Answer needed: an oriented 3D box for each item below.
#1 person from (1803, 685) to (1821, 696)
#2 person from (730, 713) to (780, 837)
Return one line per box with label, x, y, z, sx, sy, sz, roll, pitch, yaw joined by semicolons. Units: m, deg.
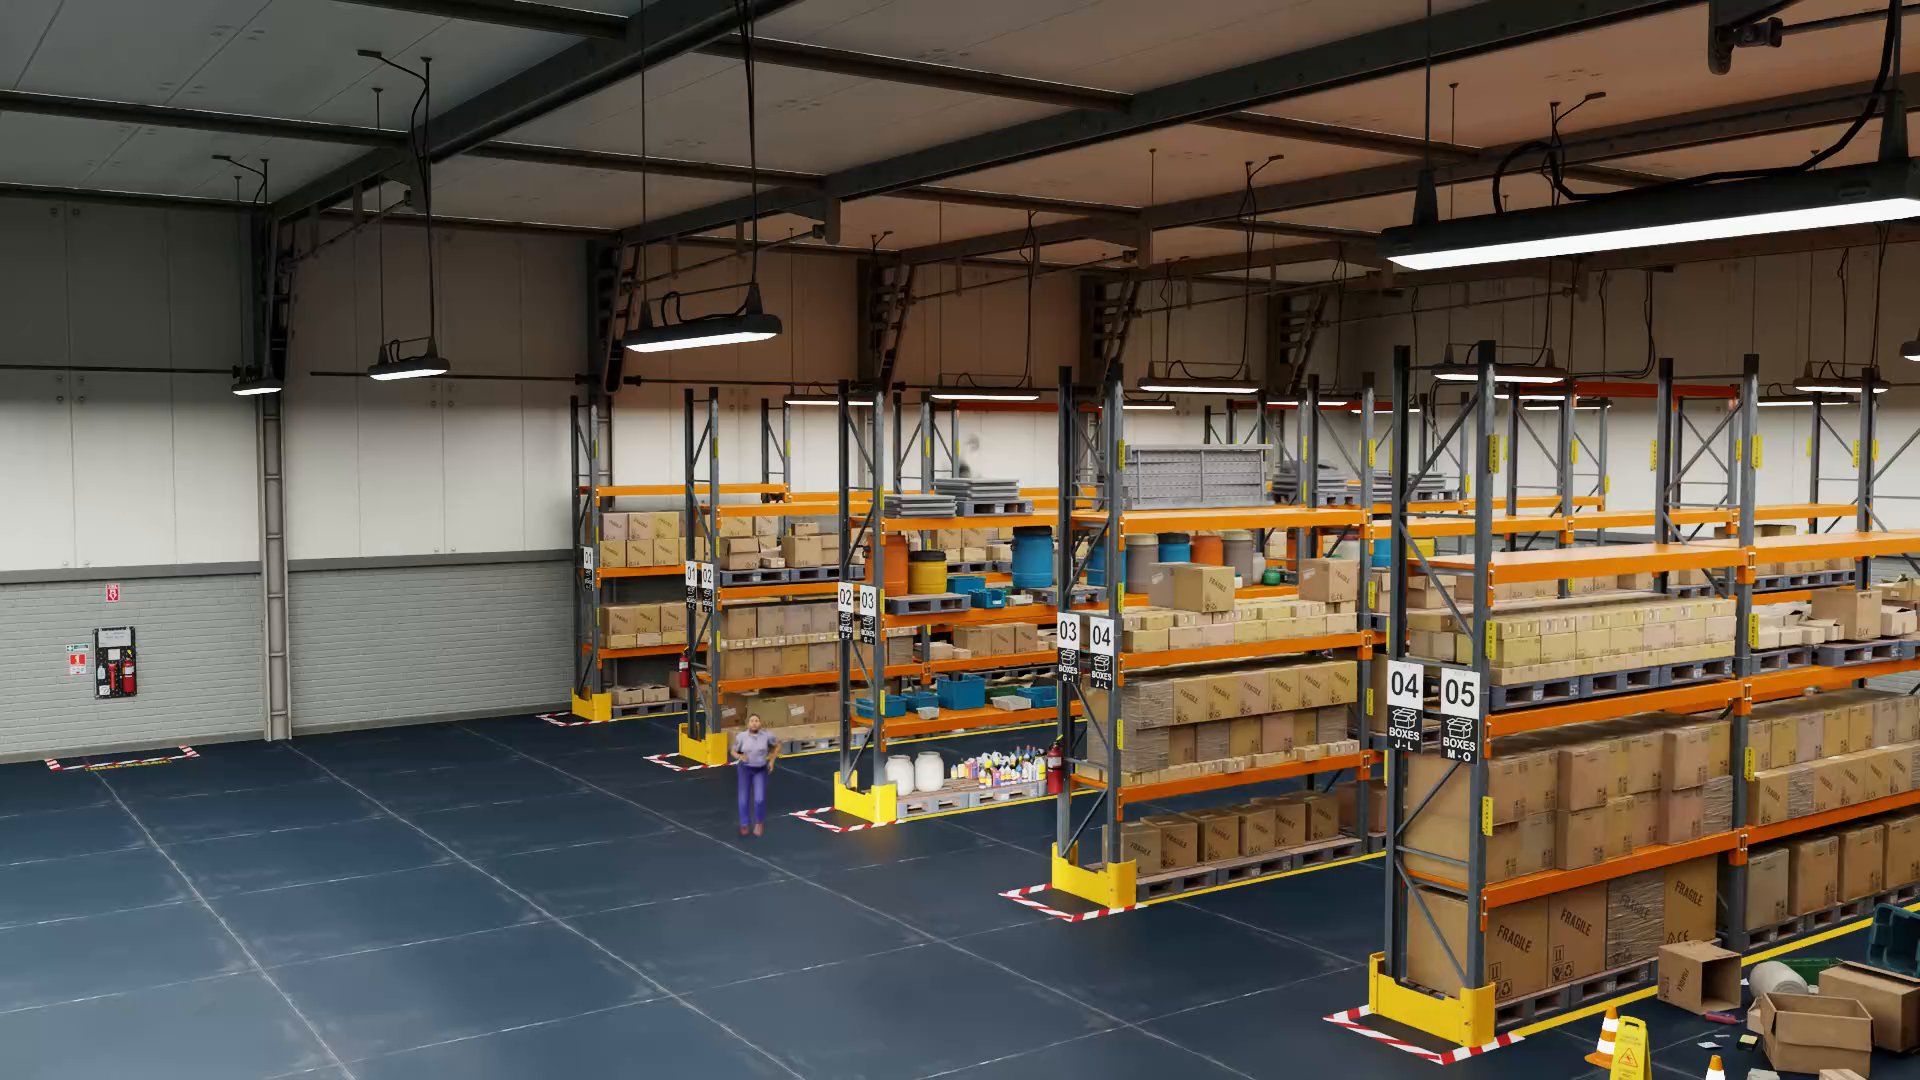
person;12.225;2.886;23.929;0.653;1.686;0.584;-2;4;-35
person;-2.667;3.057;21.623;0.633;1.623;0.659;0;3;-2
